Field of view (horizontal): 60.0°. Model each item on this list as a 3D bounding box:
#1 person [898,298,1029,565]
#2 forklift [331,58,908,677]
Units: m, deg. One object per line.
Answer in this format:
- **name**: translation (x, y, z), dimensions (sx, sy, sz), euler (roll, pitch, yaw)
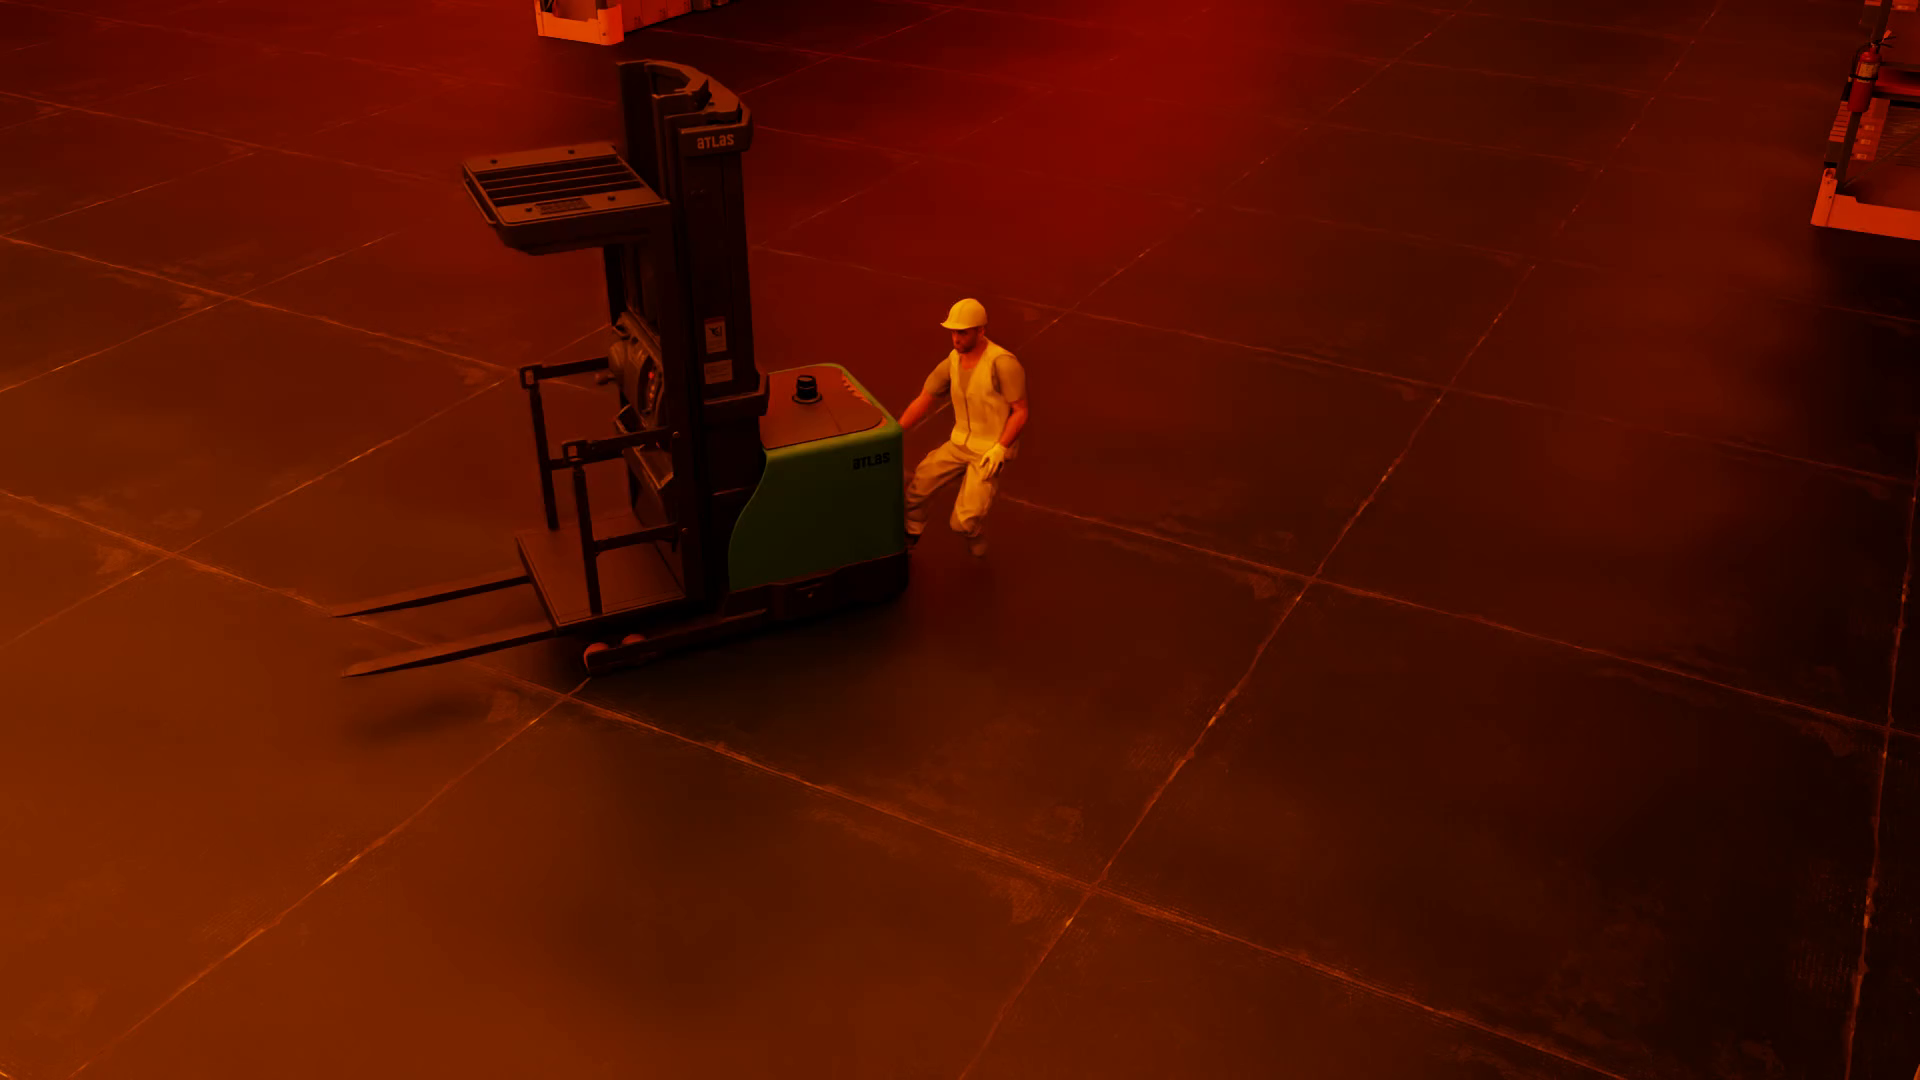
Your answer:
- **person**: translation (-0.039, -0.503, 9.225), dimensions (0.794, 1.665, 0.667), euler (26, 39, 37)
- **forklift**: translation (-1.854, -0.861, 8.563), dimensions (3.031, 2.935, 1.130), euler (-13, 32, -21)
